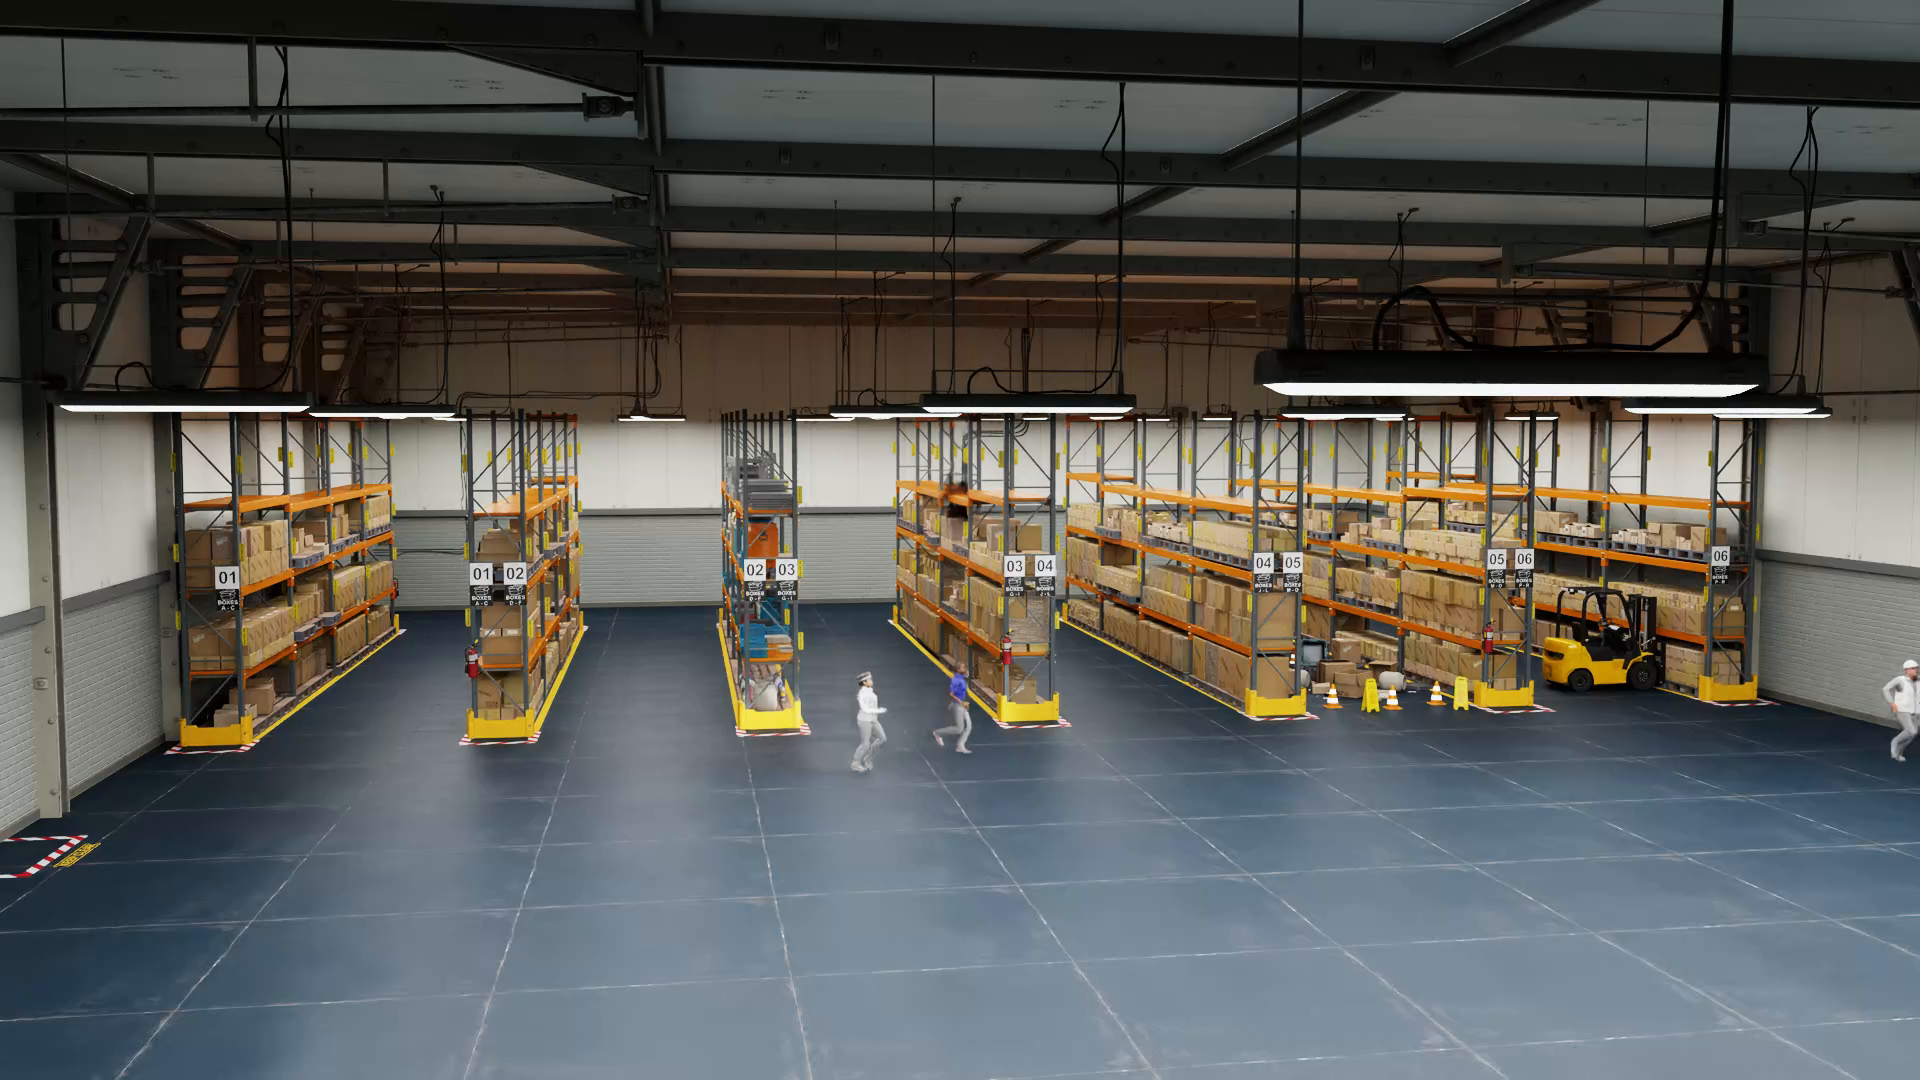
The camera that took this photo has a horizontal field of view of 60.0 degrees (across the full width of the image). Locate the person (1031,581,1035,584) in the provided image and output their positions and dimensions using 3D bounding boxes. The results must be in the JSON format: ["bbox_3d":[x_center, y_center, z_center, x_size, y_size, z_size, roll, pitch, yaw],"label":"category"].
[{"bbox_3d":[1.928,1.611,47.388,0.613,1.626,0.506,0,4,0],"label":"person"}]

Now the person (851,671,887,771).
[{"bbox_3d":[-1.482,2.972,27.301,0.631,1.655,0.587,1,4,17],"label":"person"}]

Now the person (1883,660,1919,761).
[{"bbox_3d":[16.037,2.892,28.106,0.662,1.731,0.617,-1,4,-14],"label":"person"}]

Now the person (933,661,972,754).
[{"bbox_3d":[-0.112,2.910,28.948,0.681,1.617,0.562,1,4,12],"label":"person"}]

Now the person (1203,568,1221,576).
[{"bbox_3d":[7.576,1.322,50.587,0.954,1.721,0.659,-1,4,-17],"label":"person"}]
